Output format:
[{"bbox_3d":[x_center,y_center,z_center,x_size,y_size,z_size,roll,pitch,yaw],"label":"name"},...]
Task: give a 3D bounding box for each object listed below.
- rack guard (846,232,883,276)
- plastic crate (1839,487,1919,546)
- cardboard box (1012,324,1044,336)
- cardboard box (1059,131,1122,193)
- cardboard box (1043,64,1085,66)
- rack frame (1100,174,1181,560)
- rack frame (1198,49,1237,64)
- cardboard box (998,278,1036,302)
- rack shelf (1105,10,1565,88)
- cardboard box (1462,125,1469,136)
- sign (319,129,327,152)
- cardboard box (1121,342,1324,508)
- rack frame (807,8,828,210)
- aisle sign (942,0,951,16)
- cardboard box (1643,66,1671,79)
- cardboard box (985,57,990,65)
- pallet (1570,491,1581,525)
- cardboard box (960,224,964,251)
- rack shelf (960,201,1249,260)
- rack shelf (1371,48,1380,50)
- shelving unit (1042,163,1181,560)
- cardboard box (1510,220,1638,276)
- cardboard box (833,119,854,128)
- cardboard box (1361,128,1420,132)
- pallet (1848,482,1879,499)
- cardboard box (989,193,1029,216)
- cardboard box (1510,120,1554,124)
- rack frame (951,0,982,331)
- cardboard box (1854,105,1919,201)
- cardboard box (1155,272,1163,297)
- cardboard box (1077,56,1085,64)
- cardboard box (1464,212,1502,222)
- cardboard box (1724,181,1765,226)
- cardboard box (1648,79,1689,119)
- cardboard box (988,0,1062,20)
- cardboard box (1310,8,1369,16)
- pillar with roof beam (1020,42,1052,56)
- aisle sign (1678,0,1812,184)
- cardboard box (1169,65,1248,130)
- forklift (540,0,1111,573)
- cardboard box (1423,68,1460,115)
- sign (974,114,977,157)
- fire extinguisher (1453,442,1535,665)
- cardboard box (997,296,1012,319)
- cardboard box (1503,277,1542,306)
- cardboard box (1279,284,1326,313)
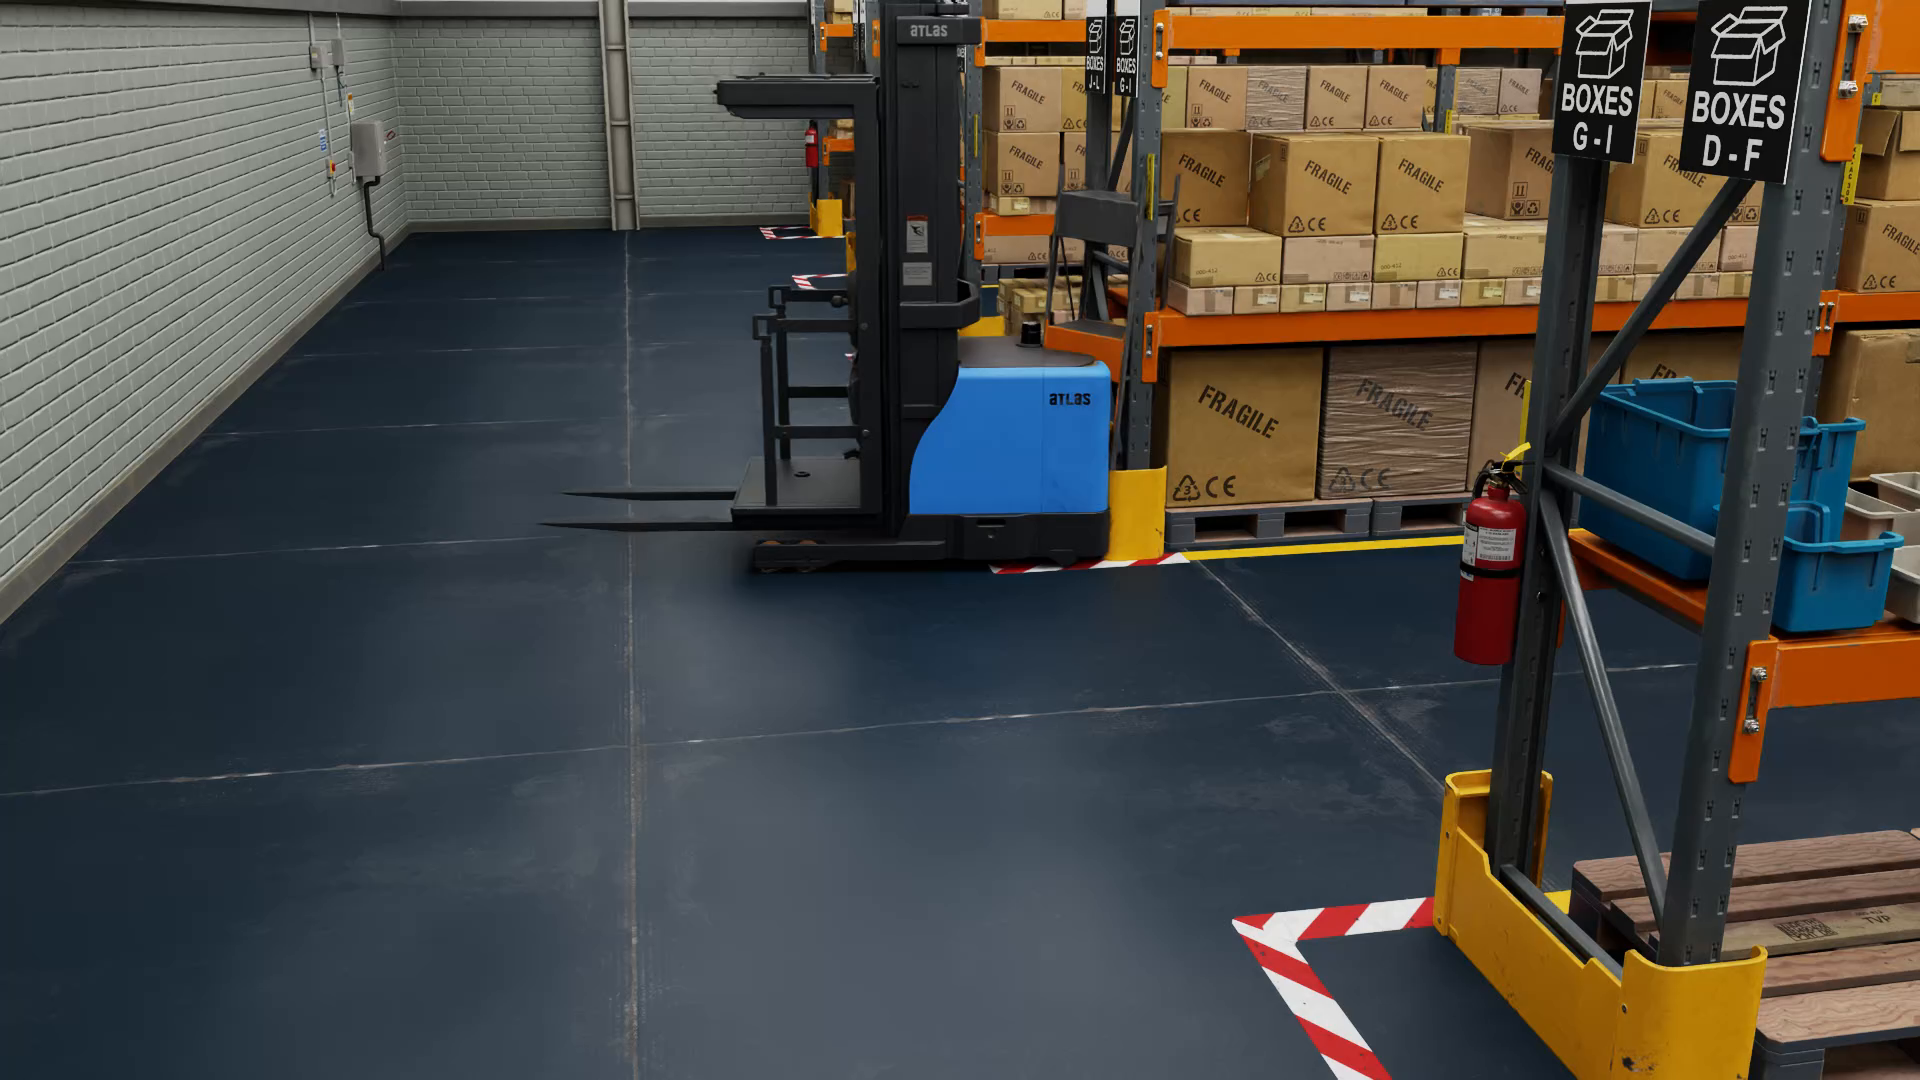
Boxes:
[{"bbox_3d":[-1.043,-3.155,18.733,0.348,0.500,1.175,-3,17,-10],"label":"rack guard"},{"bbox_3d":[2.567,-0.067,4.768,0.243,0.136,0.396,-3,17,-10],"label":"plastic crate"},{"bbox_3d":[0.594,-1.705,13.894,0.250,0.149,0.380,-3,17,-9],"label":"cardboard box"},{"bbox_3d":[1.033,-3.103,13.628,0.500,0.500,0.500,-3,17,-10],"label":"cardboard box"},{"bbox_3d":[0.919,-3.724,13.946,0.500,0.500,0.500,-4,17,-12],"label":"cardboard box"},{"bbox_3d":[0.951,-0.872,8.832,0.015,2.100,0.400,16,20,31],"label":"rack frame"},{"bbox_3d":[2.908,-4.574,19.096,0.127,3.000,1.000,-3,17,-10],"label":"rack frame"},{"bbox_3d":[0.491,-2.155,14.346,0.250,0.149,0.380,-3,17,-10],"label":"cardboard box"},{"bbox_3d":[2.825,-2.696,9.097,4.000,0.370,1.077,-3,17,-10],"label":"rack shelf"},{"bbox_3d":[4.421,-3.407,13.996,0.250,0.149,0.380,-2,17,-8],"label":"cardboard box"},{"bbox_3d":[-6.602,-4.143,17.230,0.001,0.218,0.327,-3,17,-10],"label":"sign"},{"bbox_3d":[1.474,-0.738,9.511,0.875,0.875,0.875,-3,17,-10],"label":"cardboard box"},{"bbox_3d":[-1.964,-5.782,23.029,0.127,3.000,1.000,-3,17,-10],"label":"rack frame"},{"bbox_3d":[-0.109,-4.255,13.630,0.004,0.787,0.394,-3,17,-10],"label":"aisle sign"},{"bbox_3d":[8.389,-5.670,20.167,0.250,0.149,0.380,-4,18,-13],"label":"cardboard box"},{"bbox_3d":[0.158,-5.164,18.037,0.250,0.149,0.380,-4,17,-12],"label":"cardboard box"},{"bbox_3d":[4.027,-0.365,10.140,1.213,0.211,1.003,-3,17,-10],"label":"pallet"},{"bbox_3d":[-0.390,-3.393,18.899,0.875,0.438,0.875,-4,17,-12],"label":"cardboard box"},{"bbox_3d":[1.983,-2.698,14.211,4.000,0.370,1.077,-3,17,-10],"label":"rack shelf"},{"bbox_3d":[3.927,-7.206,23.782,4.000,0.370,1.077,-3,17,-10],"label":"rack shelf"},{"bbox_3d":[0.750,-0.929,8.957,0.503,2.100,0.431,16,20,31],"label":"shelving unit"},{"bbox_3d":[3.396,-1.630,9.258,0.500,0.250,0.500,-3,17,-9],"label":"cardboard box"},{"bbox_3d":[-1.468,-5.800,22.836,0.500,0.250,0.500,-3,17,-10],"label":"cardboard box"},{"bbox_3d":[3.525,-3.235,14.057,0.500,0.500,0.500,-3,17,-10],"label":"cardboard box"},{"bbox_3d":[5.532,-0.449,10.415,1.213,0.211,1.003,-3,17,-10],"label":"pallet"},{"bbox_3d":[0.400,-2.734,13.531,0.250,0.149,0.380,-3,17,-11],"label":"cardboard box"},{"bbox_3d":[5.079,-3.640,14.755,0.250,0.149,0.380,-3,17,-11],"label":"cardboard box"},{"bbox_3d":[0.019,-2.930,13.743,0.127,3.000,1.000,-3,17,-10],"label":"rack frame"},{"bbox_3d":[5.414,-2.283,9.756,0.637,0.503,0.797,-4,17,-12],"label":"cardboard box"},{"bbox_3d":[1.148,-1.489,9.480,0.250,0.149,0.380,-3,17,-9],"label":"cardboard box"},{"bbox_3d":[1.399,-5.248,18.312,0.250,0.149,0.380,-4,17,-12],"label":"cardboard box"},{"bbox_3d":[2.795,-1.755,9.667,0.500,0.250,0.500,-3,17,-10],"label":"cardboard box"},{"bbox_3d":[4.388,-2.044,9.329,0.500,0.500,0.500,-3,17,-9],"label":"cardboard box"},{"bbox_3d":[8.352,-5.209,19.769,0.500,0.500,0.500,-3,17,-10],"label":"cardboard box"},{"bbox_3d":[0.509,-4.244,13.166,0.500,0.250,0.500,-3,17,-8],"label":"cardboard box"},{"bbox_3d":[3.024,-4.385,13.628,0.500,0.250,0.500,-3,17,-11],"label":"cardboard box"},{"bbox_3d":[1.925,-7.853,19.552,0.400,9.000,9.100,-3,17,-10],"label":"pillar with roof beam"},{"bbox_3d":[1.786,-1.220,3.747,0.004,0.787,0.394,-3,17,-10],"label":"aisle sign"},{"bbox_3d":[2.019,-3.628,13.637,0.500,0.500,0.500,-4,17,-12],"label":"cardboard box"},{"bbox_3d":[-0.732,-1.386,8.833,3.031,2.935,1.130,0,17,-2],"label":"forklift"},{"bbox_3d":[5.387,-5.162,19.136,0.500,0.500,0.500,-3,17,-10],"label":"cardboard box"},{"bbox_3d":[0.122,-3.188,13.107,0.005,0.325,0.100,-3,17,-10],"label":"sign"},{"bbox_3d":[1.566,0.026,4.886,0.183,0.674,0.296,-3,17,-10],"label":"fire extinguisher"},{"bbox_3d":[0.483,-2.022,14.420,0.250,0.149,0.380,-4,17,-12],"label":"cardboard box"},{"bbox_3d":[3.039,-1.400,9.190,0.250,0.149,0.380,-3,17,-10],"label":"cardboard box"},{"bbox_3d":[1.775,-1.328,8.955,0.250,0.149,0.380,-4,17,-12],"label":"cardboard box"}]
